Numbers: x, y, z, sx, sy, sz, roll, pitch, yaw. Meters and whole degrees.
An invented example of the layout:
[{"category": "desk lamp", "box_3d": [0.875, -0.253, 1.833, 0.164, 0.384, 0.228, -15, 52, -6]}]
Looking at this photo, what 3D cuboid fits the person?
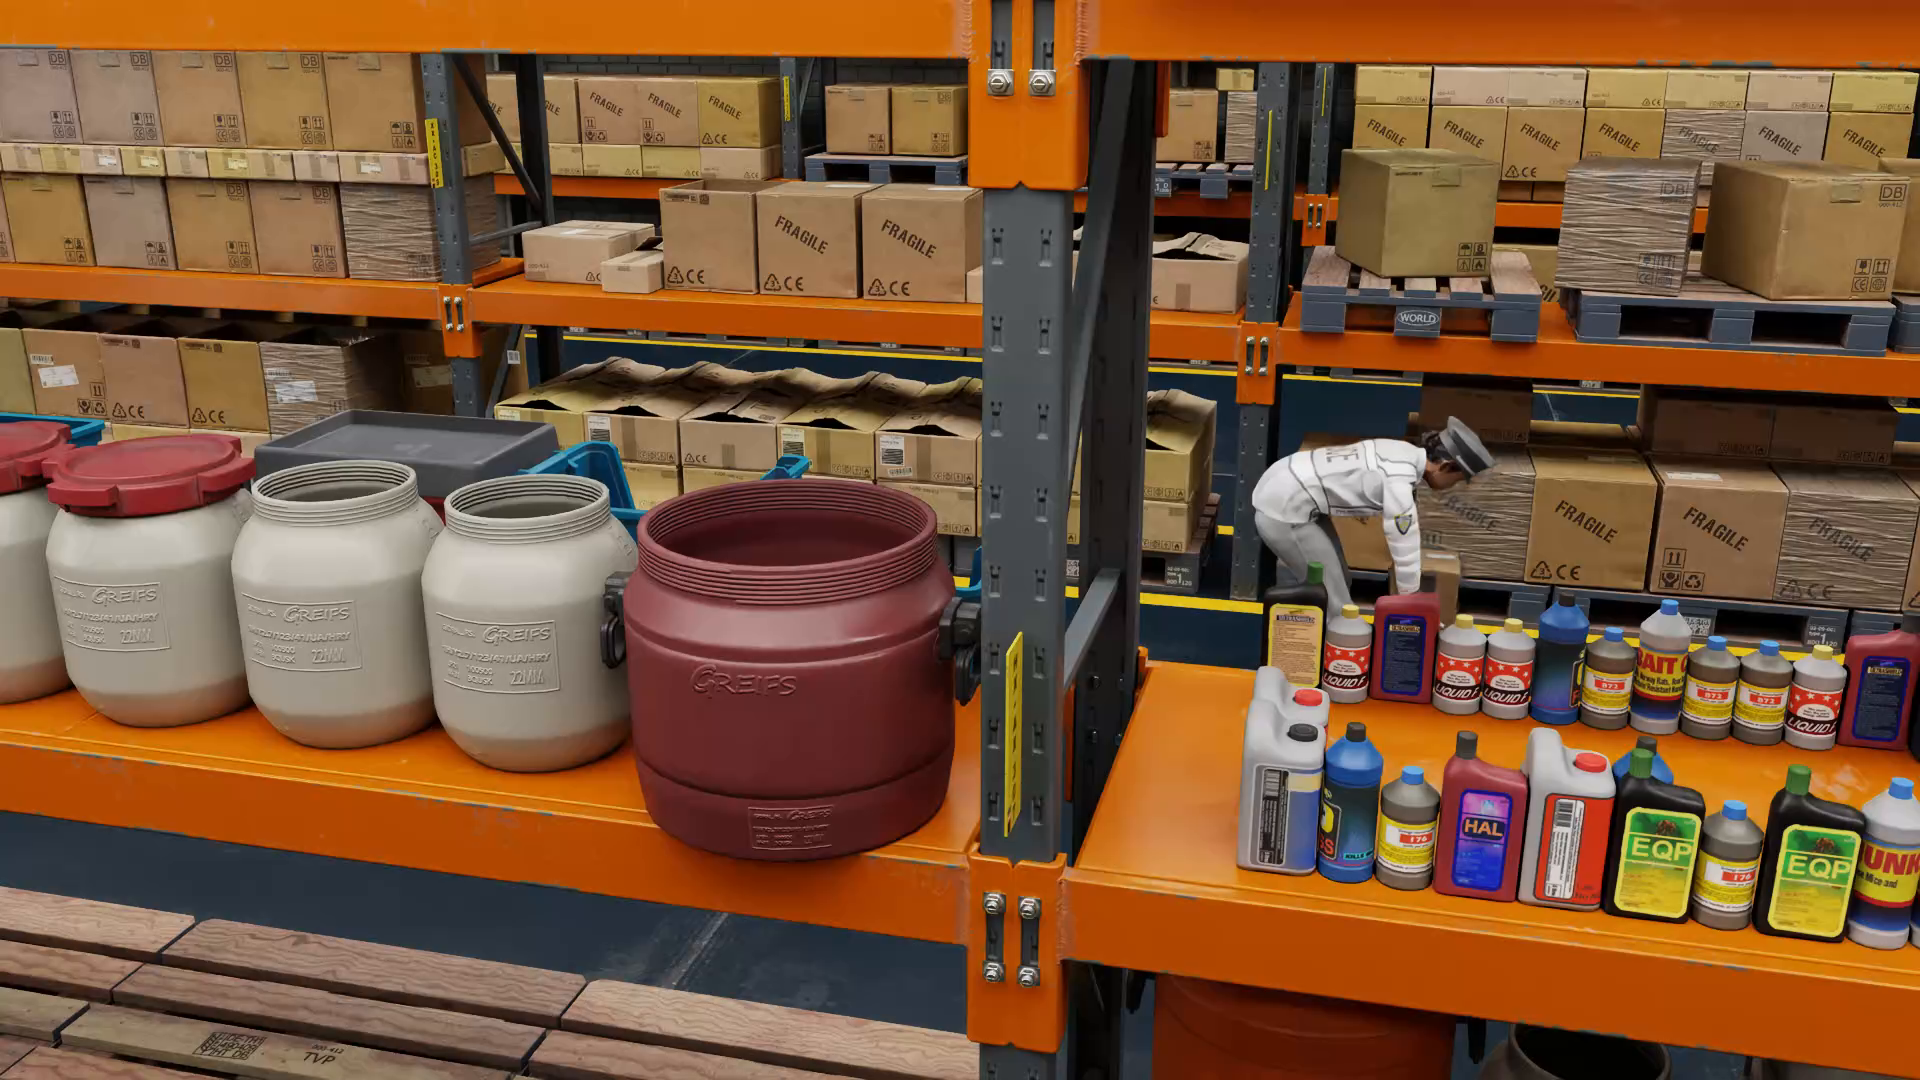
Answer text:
[{"category": "person", "box_3d": [1.595, 0.089, 6.544, 0.908, 1.193, 0.433, 4, 19, 11]}]
